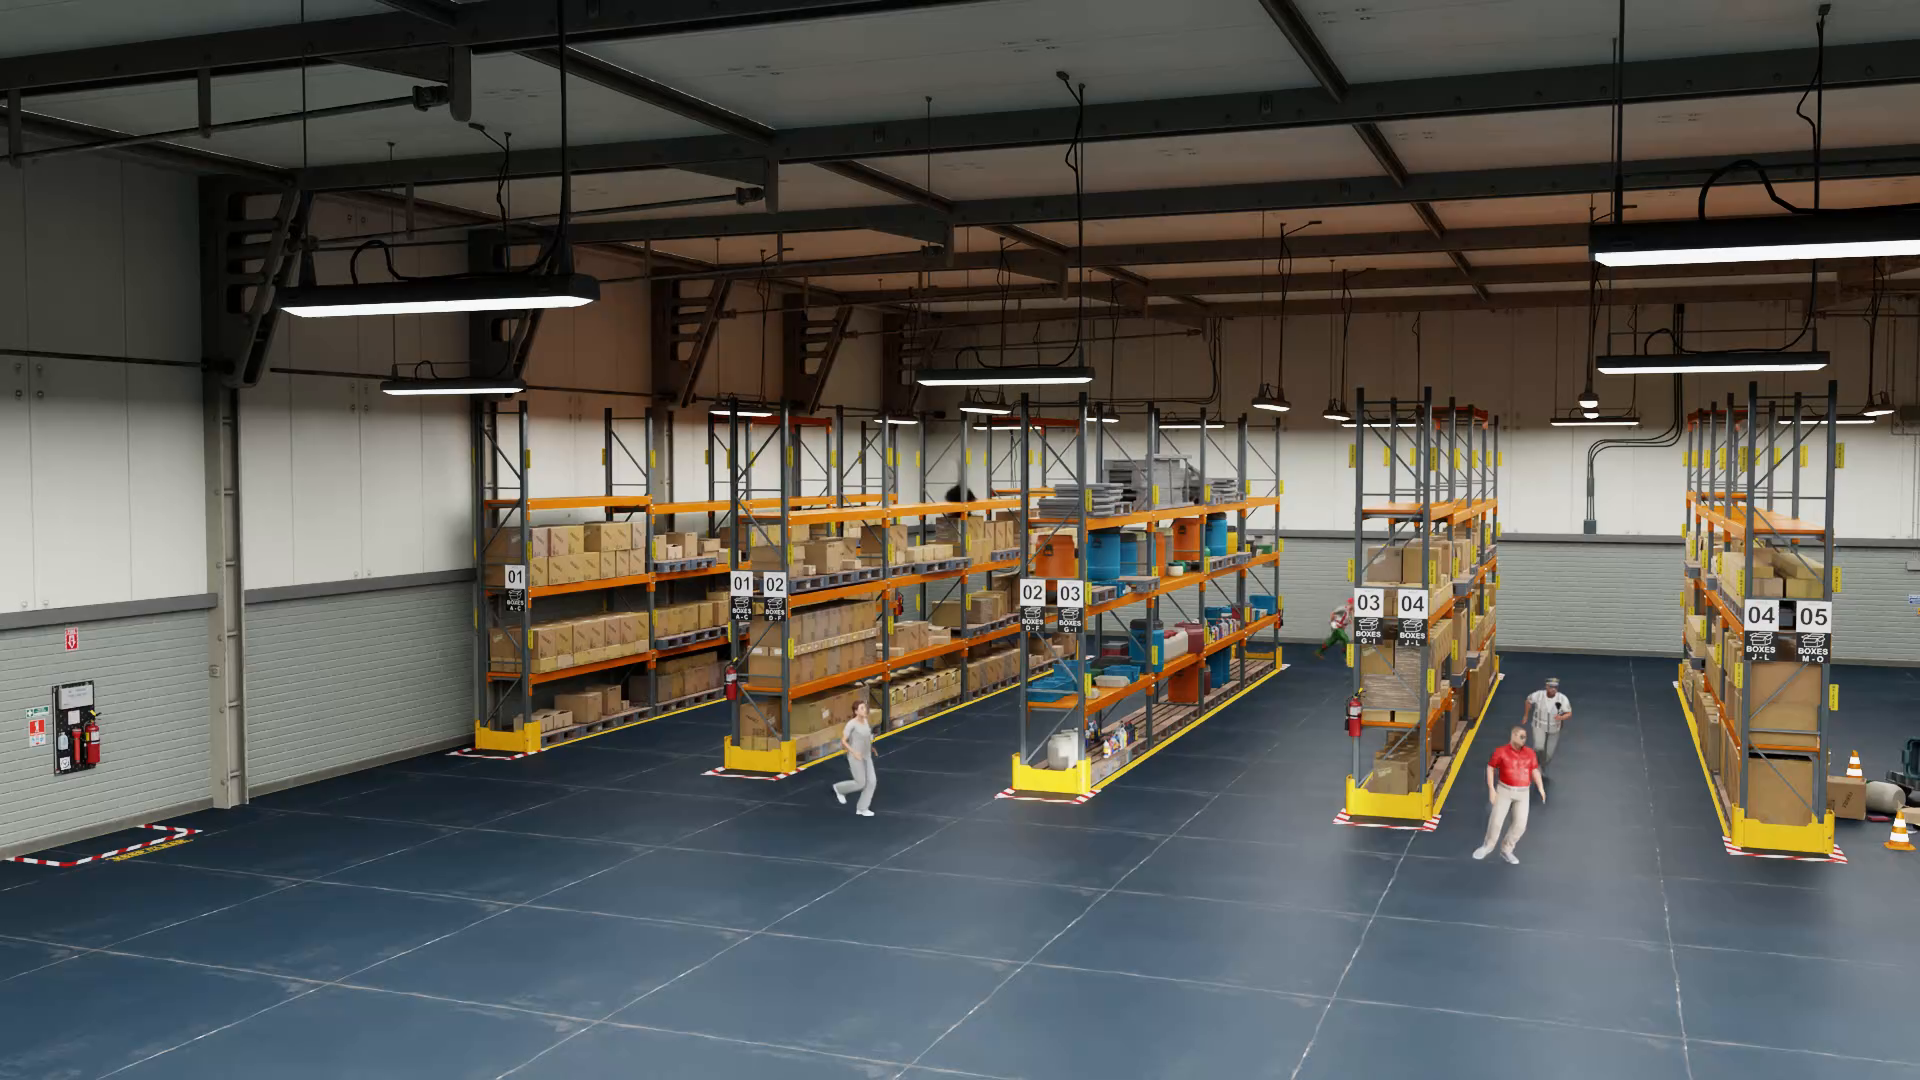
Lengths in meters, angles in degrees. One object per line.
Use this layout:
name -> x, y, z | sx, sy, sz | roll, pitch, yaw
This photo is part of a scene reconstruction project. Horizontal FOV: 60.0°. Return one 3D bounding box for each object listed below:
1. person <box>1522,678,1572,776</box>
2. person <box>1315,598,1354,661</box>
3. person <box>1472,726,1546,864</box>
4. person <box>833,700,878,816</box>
person -> 9.120, 2.915, 25.822 | 0.669, 1.627, 0.975 | 0, 3, 9
person -> 9.304, 2.200, 41.036 | 1.135, 1.604, 0.688 | 2, 4, 41
person -> 6.795, 3.164, 20.559 | 0.783, 1.719, 0.608 | 0, 3, -7
person -> -1.461, 3.060, 23.406 | 0.695, 1.614, 0.575 | 2, 4, 38
